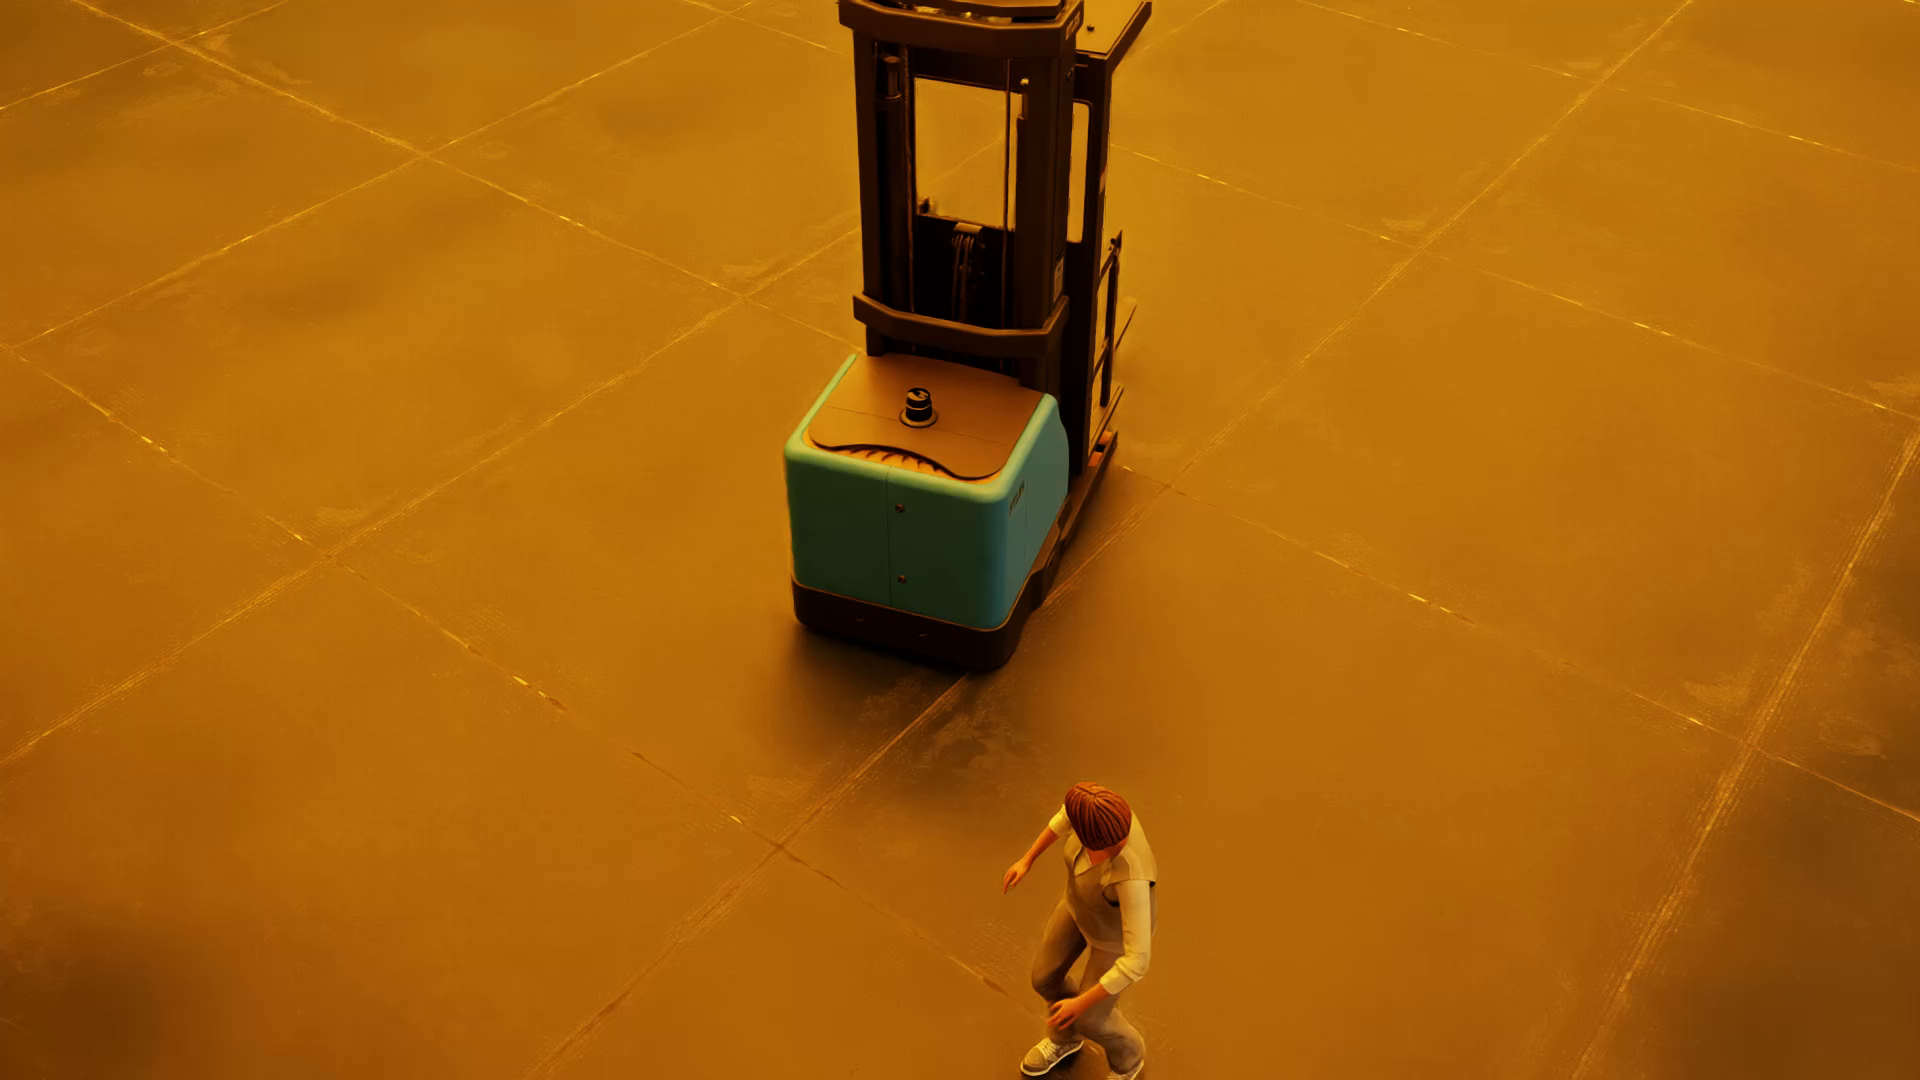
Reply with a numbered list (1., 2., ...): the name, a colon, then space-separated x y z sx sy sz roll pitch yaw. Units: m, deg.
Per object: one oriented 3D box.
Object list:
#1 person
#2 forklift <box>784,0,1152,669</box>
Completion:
1. person: 0.413 1.359 5.591 0.570 1.549 0.657 -20 44 -22
2. forklift: 0.195 -1.494 7.826 1.130 2.935 3.031 13 42 15
